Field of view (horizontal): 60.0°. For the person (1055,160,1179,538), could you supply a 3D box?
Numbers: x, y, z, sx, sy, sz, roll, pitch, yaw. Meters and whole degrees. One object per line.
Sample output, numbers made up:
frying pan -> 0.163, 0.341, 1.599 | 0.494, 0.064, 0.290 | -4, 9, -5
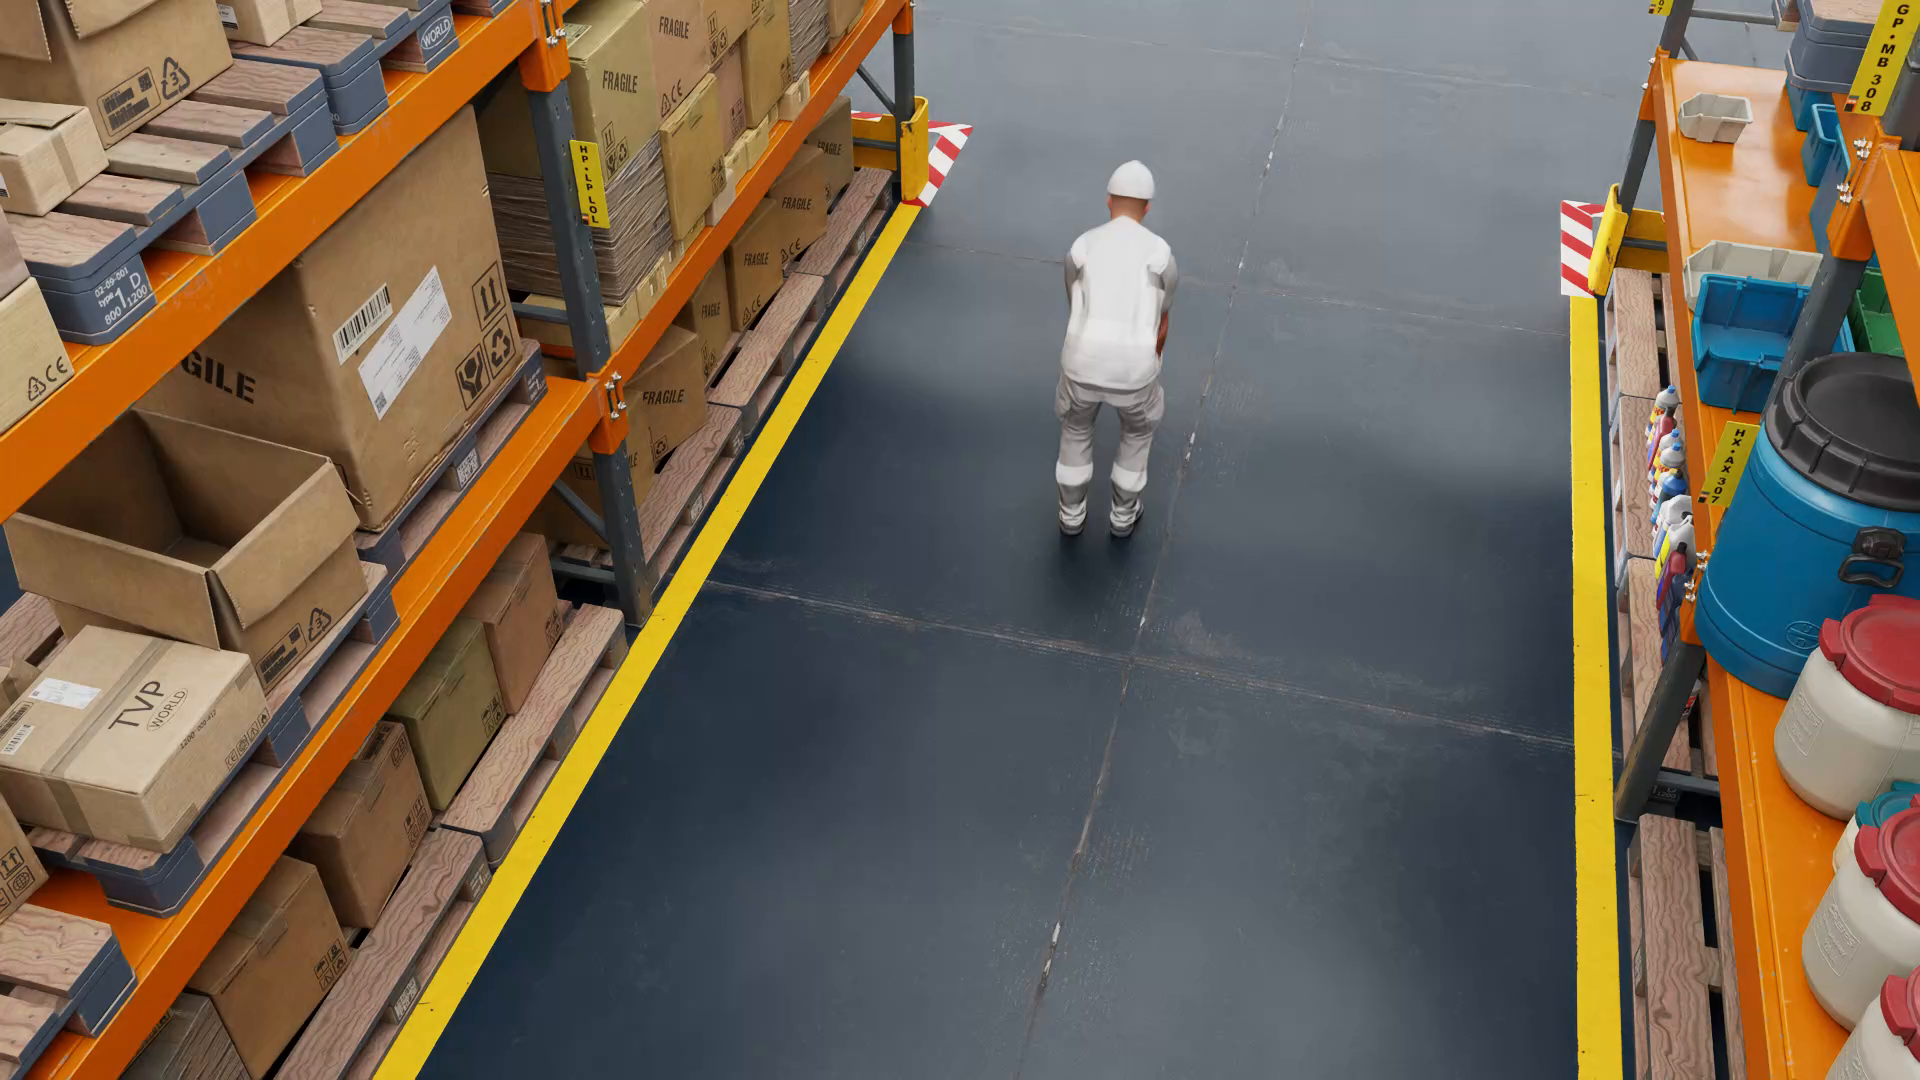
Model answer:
person -> 0.666, -0.788, 7.178 | 0.486, 1.628, 0.739 | 9, 41, 10
